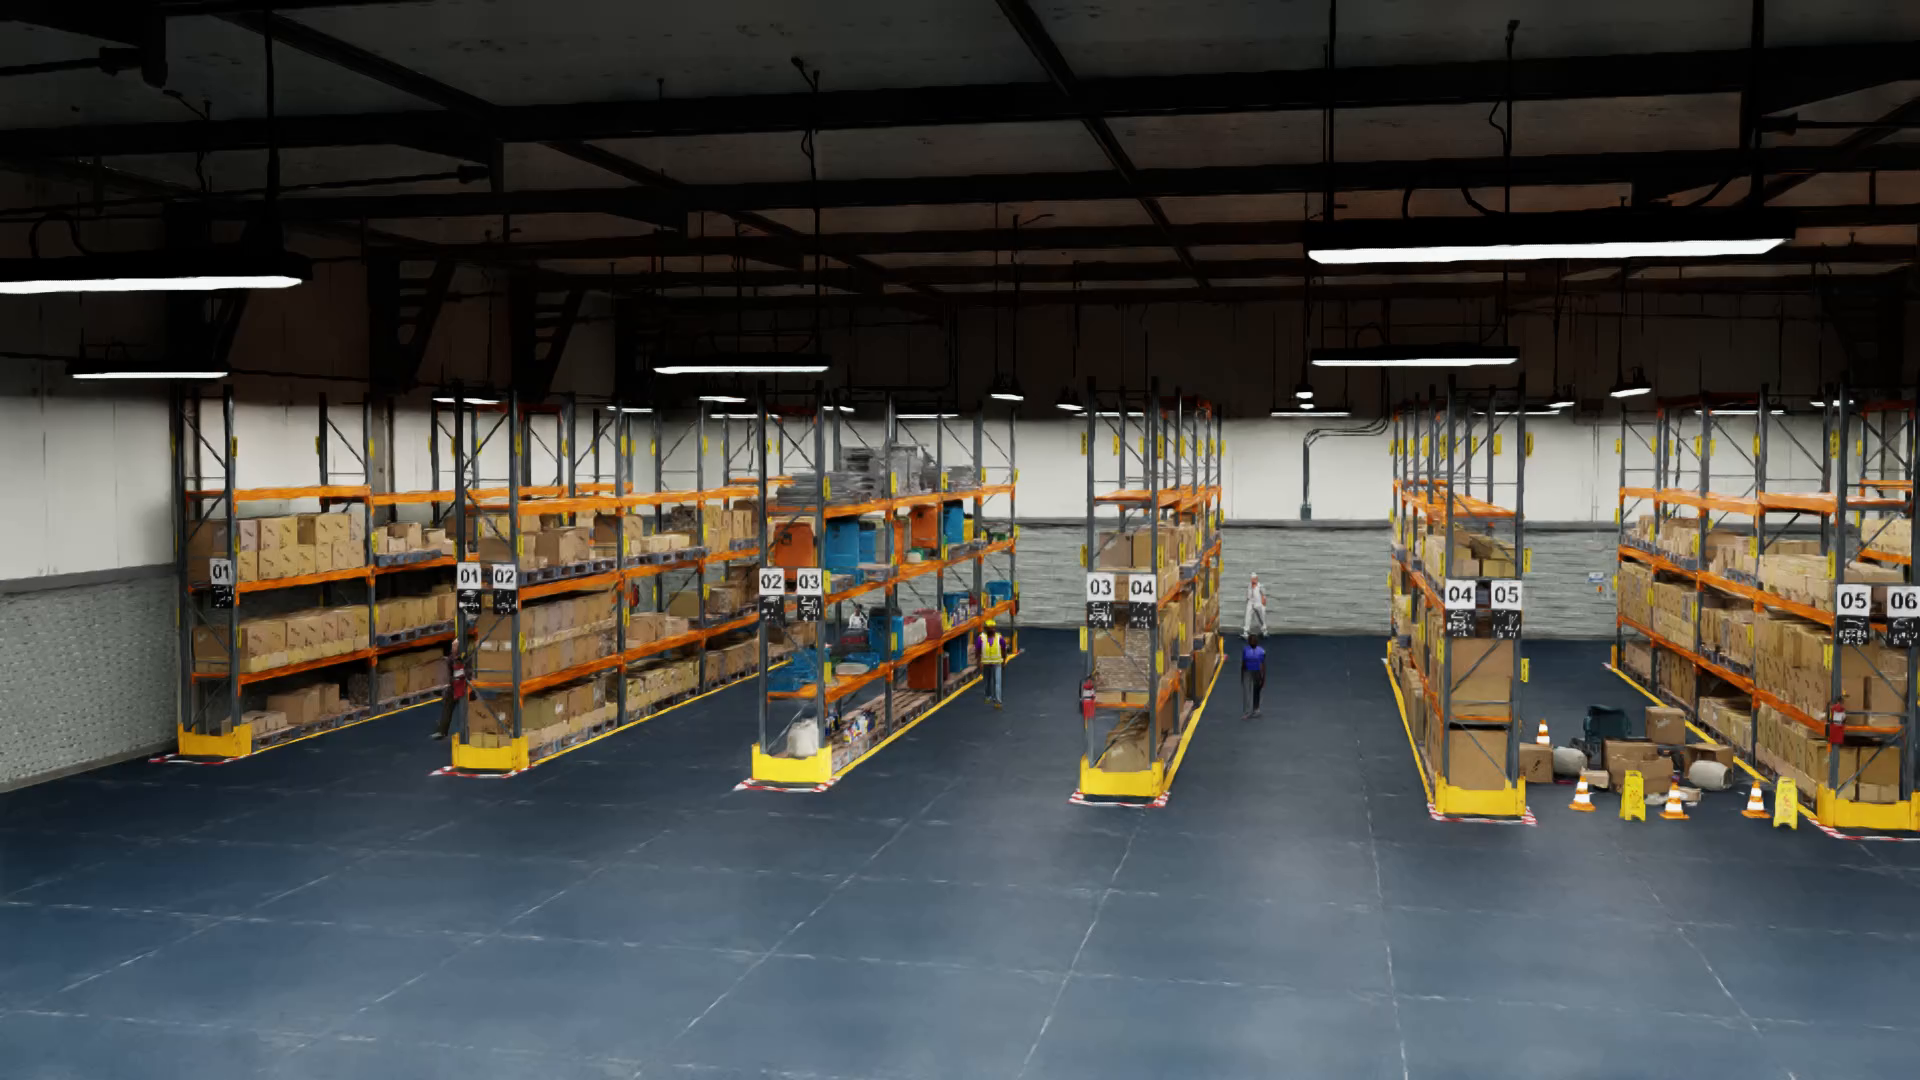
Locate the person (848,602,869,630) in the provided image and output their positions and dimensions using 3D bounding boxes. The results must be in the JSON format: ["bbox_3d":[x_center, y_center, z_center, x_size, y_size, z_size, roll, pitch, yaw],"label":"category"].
[{"bbox_3d":[-2.233,2.147,36.470,0.489,1.583,1.086,1,3,14],"label":"person"}]

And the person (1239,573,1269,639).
[{"bbox_3d":[7.695,1.718,43.375,0.594,1.745,0.984,2,4,35],"label":"person"}]

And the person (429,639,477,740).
[{"bbox_3d":[-8.560,2.538,28.377,0.575,1.714,1.083,1,3,21],"label":"person"}]

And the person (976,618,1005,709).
[{"bbox_3d":[0.583,2.353,31.935,0.571,1.708,1.035,0,3,4],"label":"person"}]

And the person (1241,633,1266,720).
[{"bbox_3d":[5.405,2.516,30.613,0.445,1.512,1.081,1,3,10],"label":"person"}]
